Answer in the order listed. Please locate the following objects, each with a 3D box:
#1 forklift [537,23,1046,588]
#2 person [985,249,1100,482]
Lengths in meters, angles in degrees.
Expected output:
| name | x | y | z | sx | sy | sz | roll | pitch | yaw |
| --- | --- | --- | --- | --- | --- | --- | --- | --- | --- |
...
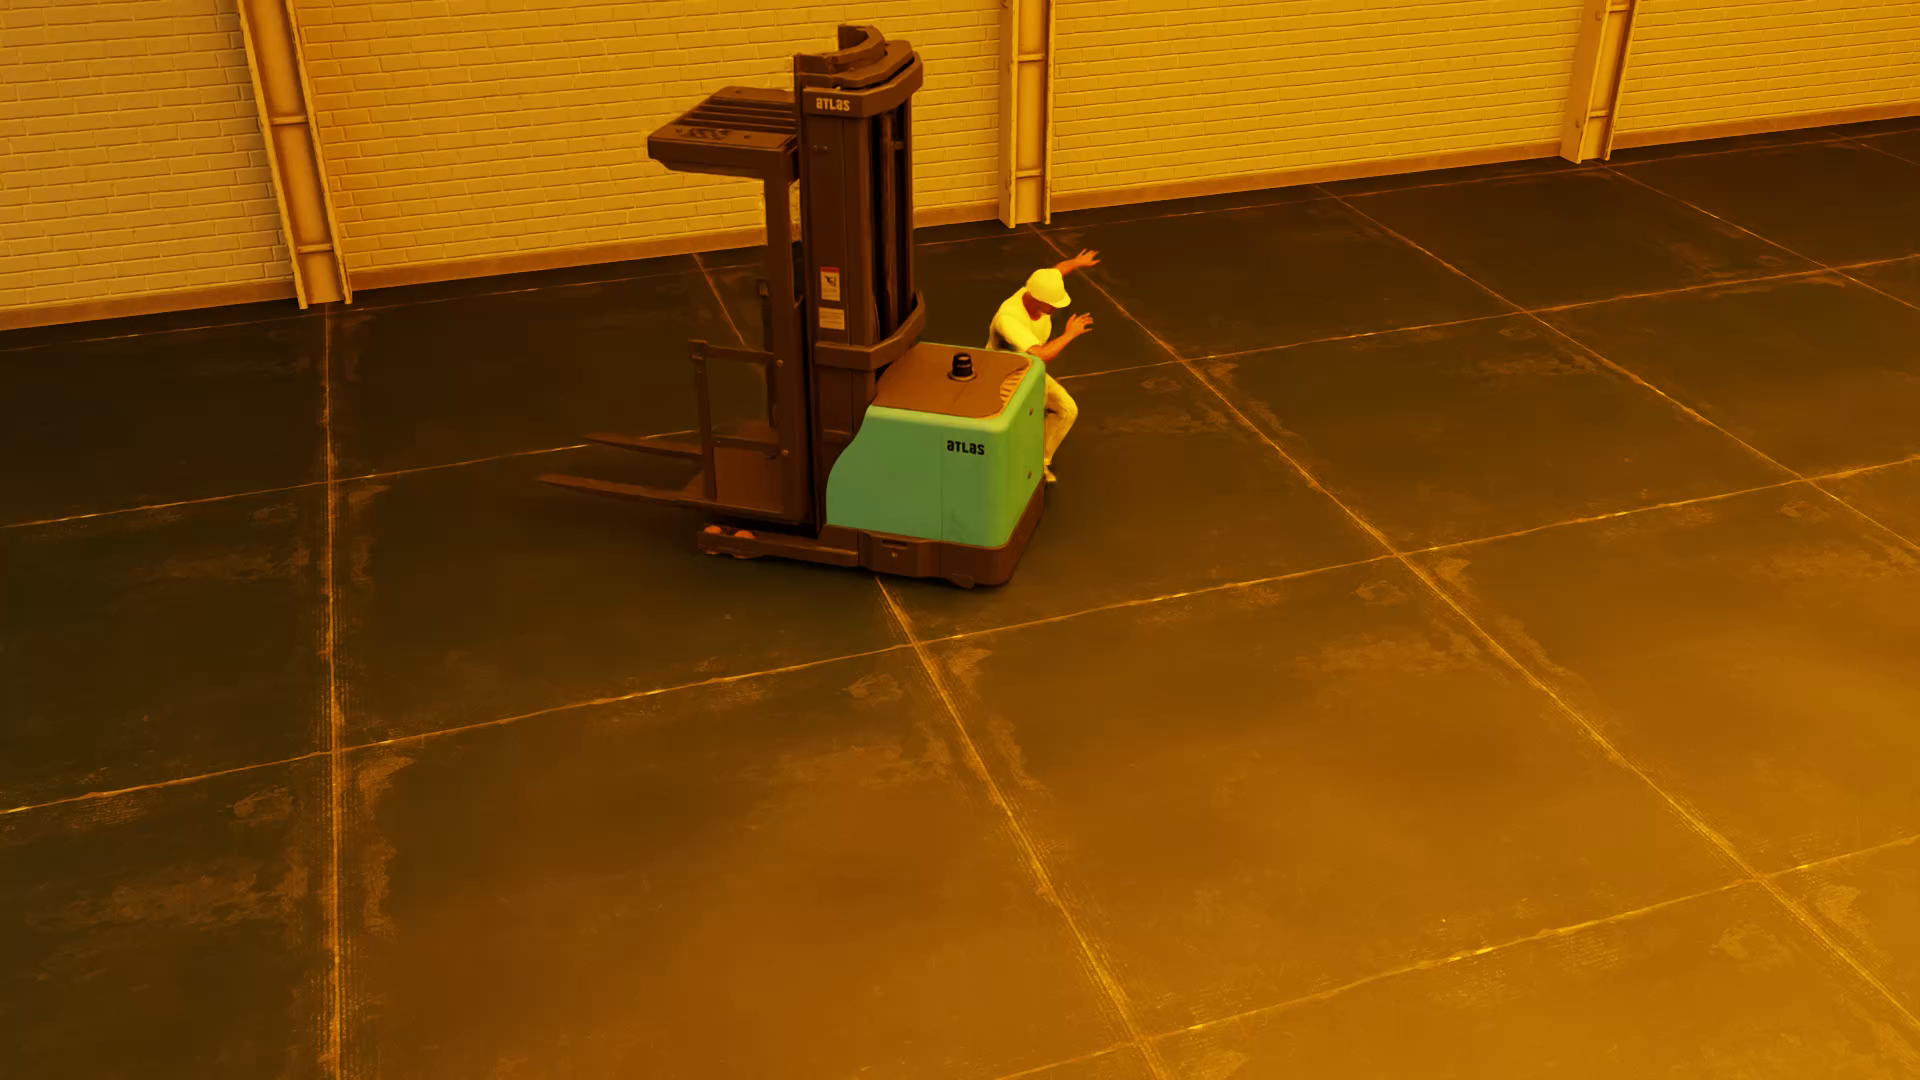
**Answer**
| name | x | y | z | sx | sy | sz | roll | pitch | yaw |
| --- | --- | --- | --- | --- | --- | --- | --- | --- | --- |
| forklift | -1.059 | -1.400 | 9.521 | 3.031 | 2.935 | 1.130 | 8 | 31 | 14 |
| person | 0.560 | -1.083 | 10.493 | 0.743 | 1.439 | 1.514 | 21 | 36 | 32 |
